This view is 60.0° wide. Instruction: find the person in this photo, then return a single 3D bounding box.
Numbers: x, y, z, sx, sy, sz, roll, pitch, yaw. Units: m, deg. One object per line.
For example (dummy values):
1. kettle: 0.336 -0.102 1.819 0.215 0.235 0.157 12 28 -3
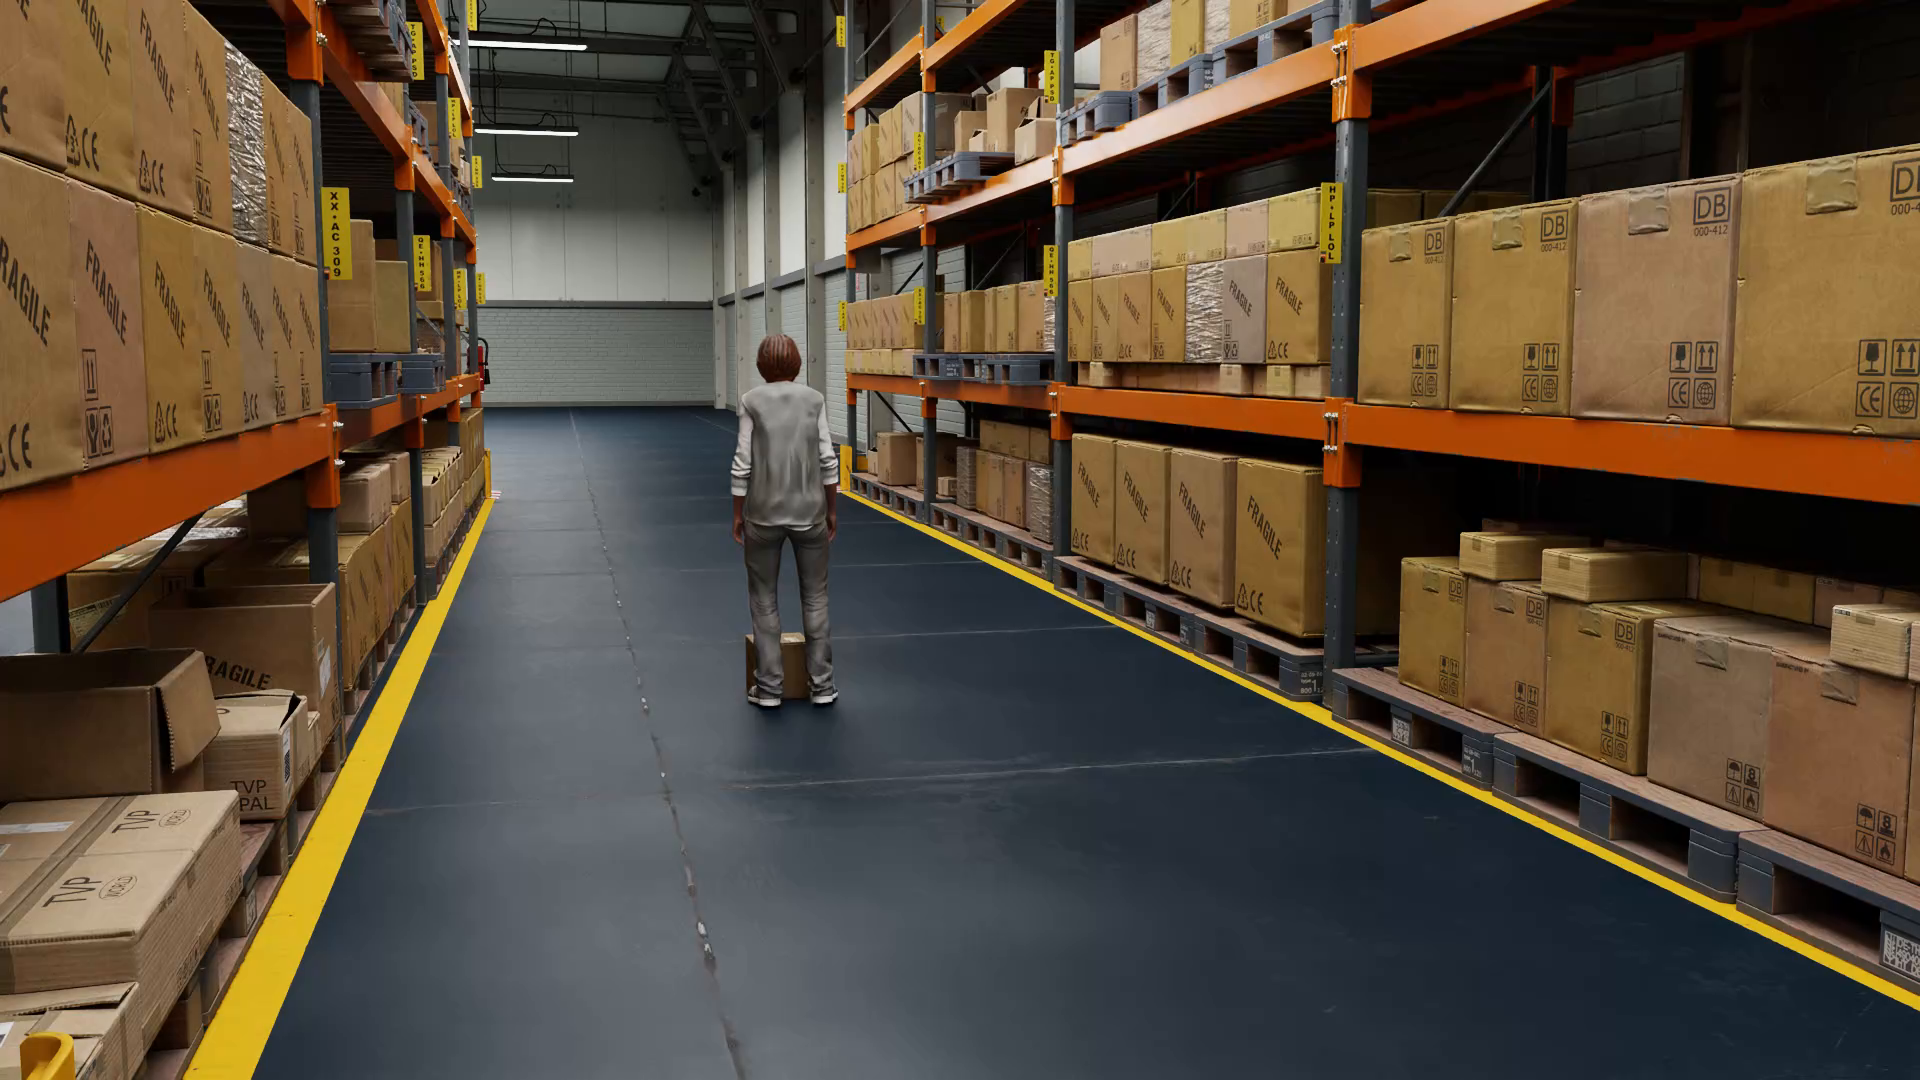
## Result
1. person: -0.746 -0.081 7.111 0.464 1.592 0.346 -2 7 -14
